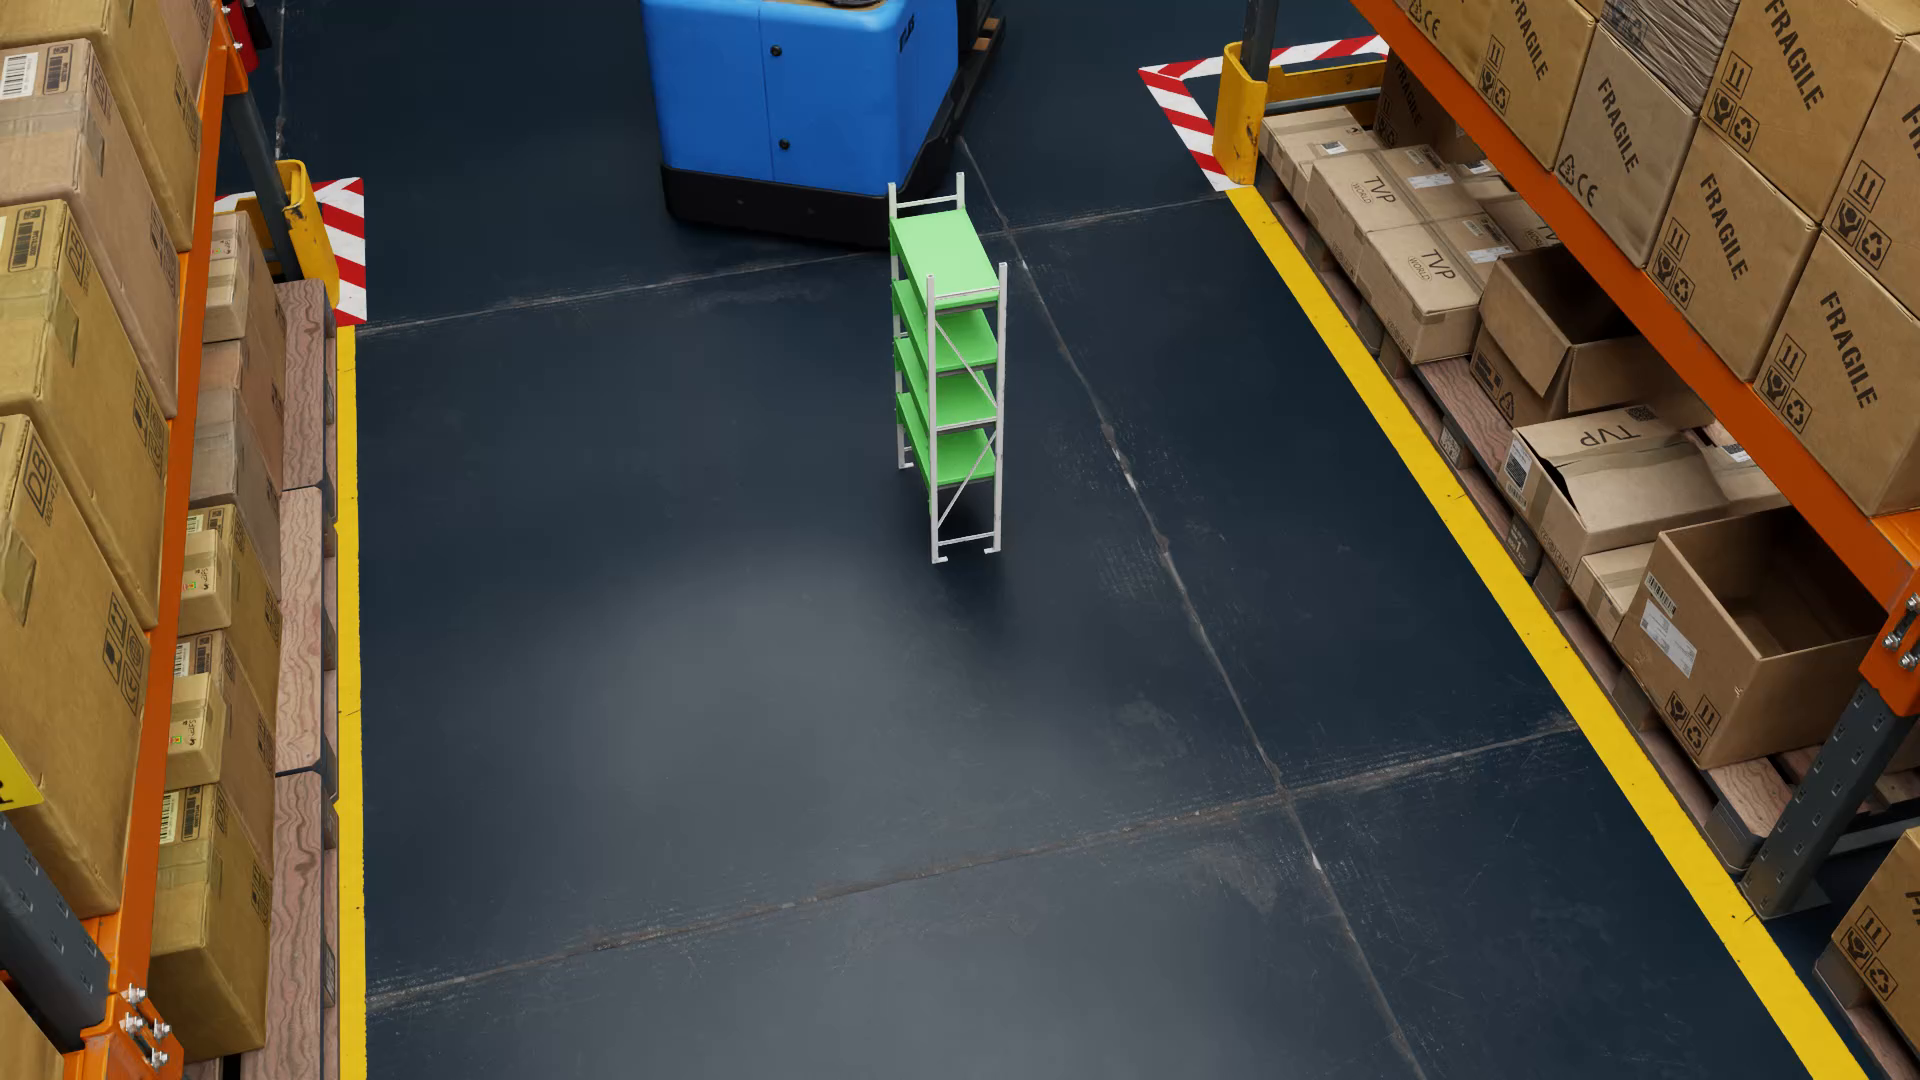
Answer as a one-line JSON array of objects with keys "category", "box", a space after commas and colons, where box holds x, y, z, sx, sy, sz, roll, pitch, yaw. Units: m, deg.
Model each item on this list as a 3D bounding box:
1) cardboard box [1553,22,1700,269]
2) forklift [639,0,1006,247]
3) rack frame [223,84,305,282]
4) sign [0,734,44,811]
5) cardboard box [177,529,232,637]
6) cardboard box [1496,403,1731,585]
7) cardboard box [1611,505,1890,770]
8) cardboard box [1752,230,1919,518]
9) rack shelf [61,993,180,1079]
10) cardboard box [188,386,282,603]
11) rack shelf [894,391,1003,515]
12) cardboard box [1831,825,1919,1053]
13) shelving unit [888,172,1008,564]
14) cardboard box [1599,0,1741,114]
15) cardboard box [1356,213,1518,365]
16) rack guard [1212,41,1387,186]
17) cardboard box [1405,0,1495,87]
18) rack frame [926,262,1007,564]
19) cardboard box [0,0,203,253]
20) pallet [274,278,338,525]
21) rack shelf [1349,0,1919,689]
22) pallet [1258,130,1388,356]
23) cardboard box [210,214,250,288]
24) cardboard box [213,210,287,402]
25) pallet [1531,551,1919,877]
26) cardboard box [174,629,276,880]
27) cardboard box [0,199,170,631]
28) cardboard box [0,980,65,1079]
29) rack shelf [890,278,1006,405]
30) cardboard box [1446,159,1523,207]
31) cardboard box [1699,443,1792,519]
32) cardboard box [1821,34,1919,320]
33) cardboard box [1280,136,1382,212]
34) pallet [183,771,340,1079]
[{"category": "cardboard box", "box": [2.085, -1.148, 4.704, 0.500, 0.500, 0.500, -10, 46, -9]}, {"category": "forklift", "box": [-0.399, -3.299, 6.931, 1.130, 2.935, 3.031, 10, 46, 9]}, {"category": "rack frame", "box": [-3.084, -1.958, 5.568, 1.000, 3.000, 0.127, -11, 47, -10]}, {"category": "sign", "box": [-1.538, 0.320, 2.581, 0.100, 0.325, 0.005, -11, 47, -10]}, {"category": "cardboard box", "box": [-2.197, 0.140, 4.515, 0.380, 0.149, 0.250, -12, 47, -11]}, {"category": "cardboard box", "box": [2.116, -0.177, 5.397, 0.500, 0.311, 0.500, -11, 47, -10]}, {"category": "cardboard box", "box": [2.308, 0.275, 4.822, 0.500, 0.500, 0.500, -11, 47, -10]}, {"category": "cardboard box", "box": [2.352, -0.438, 4.009, 0.500, 0.500, 0.500, -10, 46, -10]}, {"category": "rack shelf", "box": [-1.548, 2.437, 1.766, 1.077, 0.370, 4.000, -11, 47, -10]}, {"category": "cardboard box", "box": [-2.551, -0.072, 5.177, 0.700, 0.500, 0.500, -12, 47, -12]}, {"category": "rack shelf", "box": [-0.042, -0.322, 5.651, 0.258, 0.148, 0.480, -11, 47, -10]}, {"category": "cardboard box", "box": [2.616, 0.995, 4.117, 0.500, 0.500, 0.500, -13, 47, -12]}, {"category": "shelving unit", "box": [-0.042, -0.534, 5.433, 0.258, 1.200, 0.503, -11, 47, -10]}, {"category": "cardboard box", "box": [2.085, -1.492, 4.342, 0.500, 0.500, 0.500, -10, 46, -10]}, {"category": "cardboard box", "box": [1.825, -0.940, 6.188, 0.500, 0.250, 0.500, -11, 47, -10]}, {"category": "rack guard", "box": [1.723, -1.939, 7.300, 1.175, 0.500, 0.348, -11, 47, -10]}, {"category": "cardboard box", "box": [1.825, -1.844, 5.387, 0.500, 0.500, 0.500, -11, 47, -10]}, {"category": "rack frame", "box": [0.020, -0.366, 5.268, 0.240, 1.200, 0.015, -11, 47, -10]}, {"category": "cardboard box", "box": [-2.747, -1.212, 4.628, 0.980, 0.700, 0.700, -11, 47, -11]}, {"category": "pallet", "box": [-2.804, -0.444, 6.037, 1.003, 0.211, 1.213, -11, 47, -10]}, {"category": "rack shelf", "box": [2.216, -1.233, 5.362, 1.077, 0.370, 4.000, -11, 47, -10]}, {"category": "pallet", "box": [1.928, -1.287, 6.864, 1.003, 0.211, 1.213, -11, 47, -10]}, {"category": "cardboard box", "box": [-2.599, -0.937, 5.570, 0.380, 0.149, 0.250, -11, 47, -11]}, {"category": "cardboard box", "box": [-2.808, -0.765, 5.855, 0.700, 0.500, 0.500, -11, 47, -10]}, {"category": "pallet", "box": [2.553, 0.397, 5.213, 1.003, 0.211, 1.213, -11, 47, -10]}, {"category": "cardboard box", "box": [-2.278, 0.649, 4.470, 0.700, 0.500, 0.500, -11, 47, -11]}, {"category": "cardboard box", "box": [-2.365, -0.184, 3.620, 0.980, 0.700, 0.700, -12, 47, -11]}, {"category": "cardboard box", "box": [-1.698, 0.930, 2.446, 0.500, 0.500, 0.500, -11, 47, -11]}, {"category": "rack shelf", "box": [-0.042, -0.657, 5.308, 0.258, 0.148, 0.480, -11, 47, -10]}, {"category": "cardboard box", "box": [2.098, -1.402, 6.699, 0.380, 0.166, 0.250, -11, 47, -10]}, {"category": "cardboard box", "box": [2.598, -0.191, 5.513, 0.380, 0.166, 0.250, -11, 47, -10]}, {"category": "cardboard box", "box": [2.348, -0.791, 3.655, 0.500, 0.500, 0.500, -10, 47, -10]}, {"category": "cardboard box", "box": [1.543, -1.504, 6.799, 0.380, 0.166, 0.250, -11, 47, -10]}, {"category": "pallet", "box": [-2.179, 1.241, 4.386, 1.003, 0.211, 1.213, -11, 47, -10]}]
